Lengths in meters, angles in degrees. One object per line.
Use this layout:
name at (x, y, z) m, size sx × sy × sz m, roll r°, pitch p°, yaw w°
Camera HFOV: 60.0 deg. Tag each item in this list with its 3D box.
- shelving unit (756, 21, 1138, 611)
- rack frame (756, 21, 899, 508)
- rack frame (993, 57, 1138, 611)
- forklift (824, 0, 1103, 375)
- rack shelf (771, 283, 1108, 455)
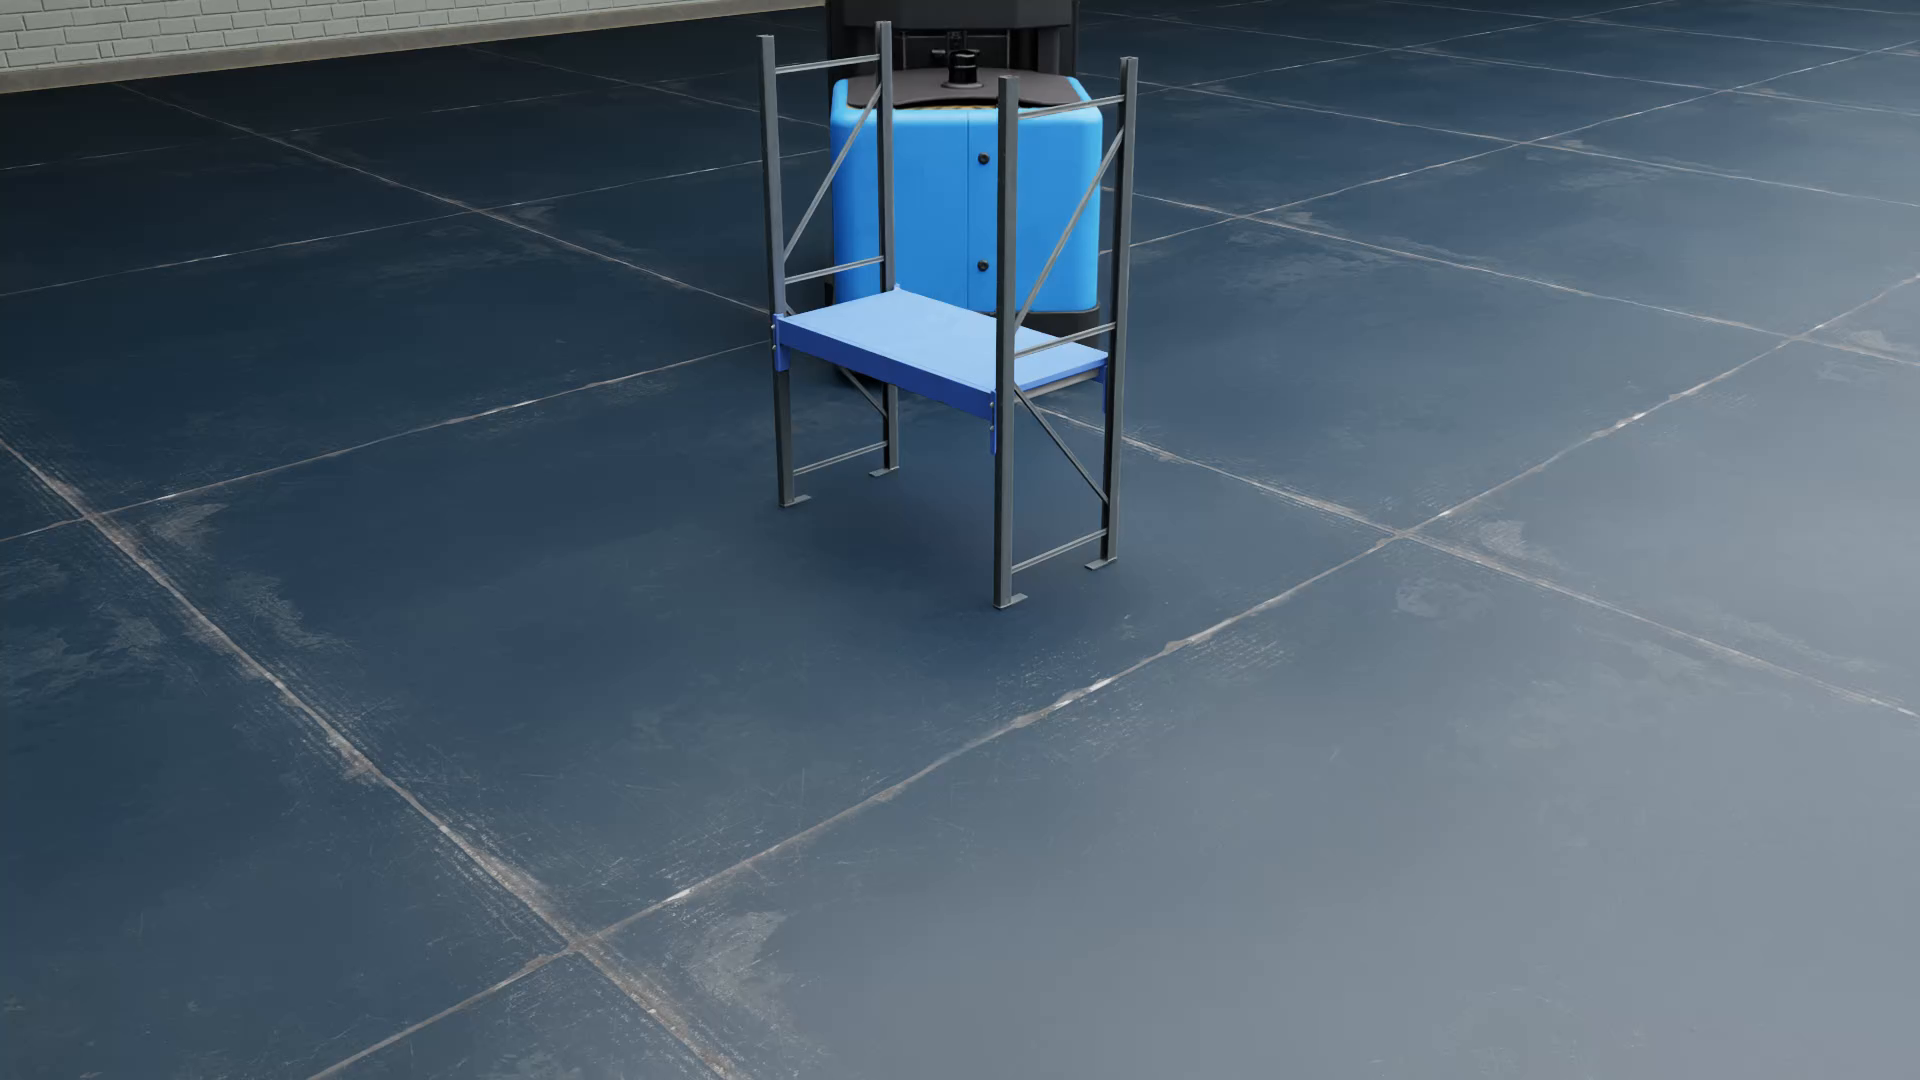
shelving unit at (-0.058, -0.708, 4.995) m, size 0.538 × 1.500 × 1.048 m, roll -21°, pitch 32°, yaw -38°
rack frame at (-0.406, -0.862, 5.333) m, size 0.500 × 1.500 × 0.032 m, roll -21°, pitch 32°, yaw -38°
rack frame at (0.289, -0.554, 4.658) m, size 0.500 × 1.500 × 0.032 m, roll -21°, pitch 32°, yaw -38°
forklift at (-0.048, -2.550, 7.308) m, size 1.130 × 2.935 × 3.031 m, roll -1°, pitch 25°, yaw -3°
rack shelf at (-0.058, -0.545, 5.070) m, size 0.538 × 0.185 × 1.000 m, roll -21°, pitch 32°, yaw -38°
